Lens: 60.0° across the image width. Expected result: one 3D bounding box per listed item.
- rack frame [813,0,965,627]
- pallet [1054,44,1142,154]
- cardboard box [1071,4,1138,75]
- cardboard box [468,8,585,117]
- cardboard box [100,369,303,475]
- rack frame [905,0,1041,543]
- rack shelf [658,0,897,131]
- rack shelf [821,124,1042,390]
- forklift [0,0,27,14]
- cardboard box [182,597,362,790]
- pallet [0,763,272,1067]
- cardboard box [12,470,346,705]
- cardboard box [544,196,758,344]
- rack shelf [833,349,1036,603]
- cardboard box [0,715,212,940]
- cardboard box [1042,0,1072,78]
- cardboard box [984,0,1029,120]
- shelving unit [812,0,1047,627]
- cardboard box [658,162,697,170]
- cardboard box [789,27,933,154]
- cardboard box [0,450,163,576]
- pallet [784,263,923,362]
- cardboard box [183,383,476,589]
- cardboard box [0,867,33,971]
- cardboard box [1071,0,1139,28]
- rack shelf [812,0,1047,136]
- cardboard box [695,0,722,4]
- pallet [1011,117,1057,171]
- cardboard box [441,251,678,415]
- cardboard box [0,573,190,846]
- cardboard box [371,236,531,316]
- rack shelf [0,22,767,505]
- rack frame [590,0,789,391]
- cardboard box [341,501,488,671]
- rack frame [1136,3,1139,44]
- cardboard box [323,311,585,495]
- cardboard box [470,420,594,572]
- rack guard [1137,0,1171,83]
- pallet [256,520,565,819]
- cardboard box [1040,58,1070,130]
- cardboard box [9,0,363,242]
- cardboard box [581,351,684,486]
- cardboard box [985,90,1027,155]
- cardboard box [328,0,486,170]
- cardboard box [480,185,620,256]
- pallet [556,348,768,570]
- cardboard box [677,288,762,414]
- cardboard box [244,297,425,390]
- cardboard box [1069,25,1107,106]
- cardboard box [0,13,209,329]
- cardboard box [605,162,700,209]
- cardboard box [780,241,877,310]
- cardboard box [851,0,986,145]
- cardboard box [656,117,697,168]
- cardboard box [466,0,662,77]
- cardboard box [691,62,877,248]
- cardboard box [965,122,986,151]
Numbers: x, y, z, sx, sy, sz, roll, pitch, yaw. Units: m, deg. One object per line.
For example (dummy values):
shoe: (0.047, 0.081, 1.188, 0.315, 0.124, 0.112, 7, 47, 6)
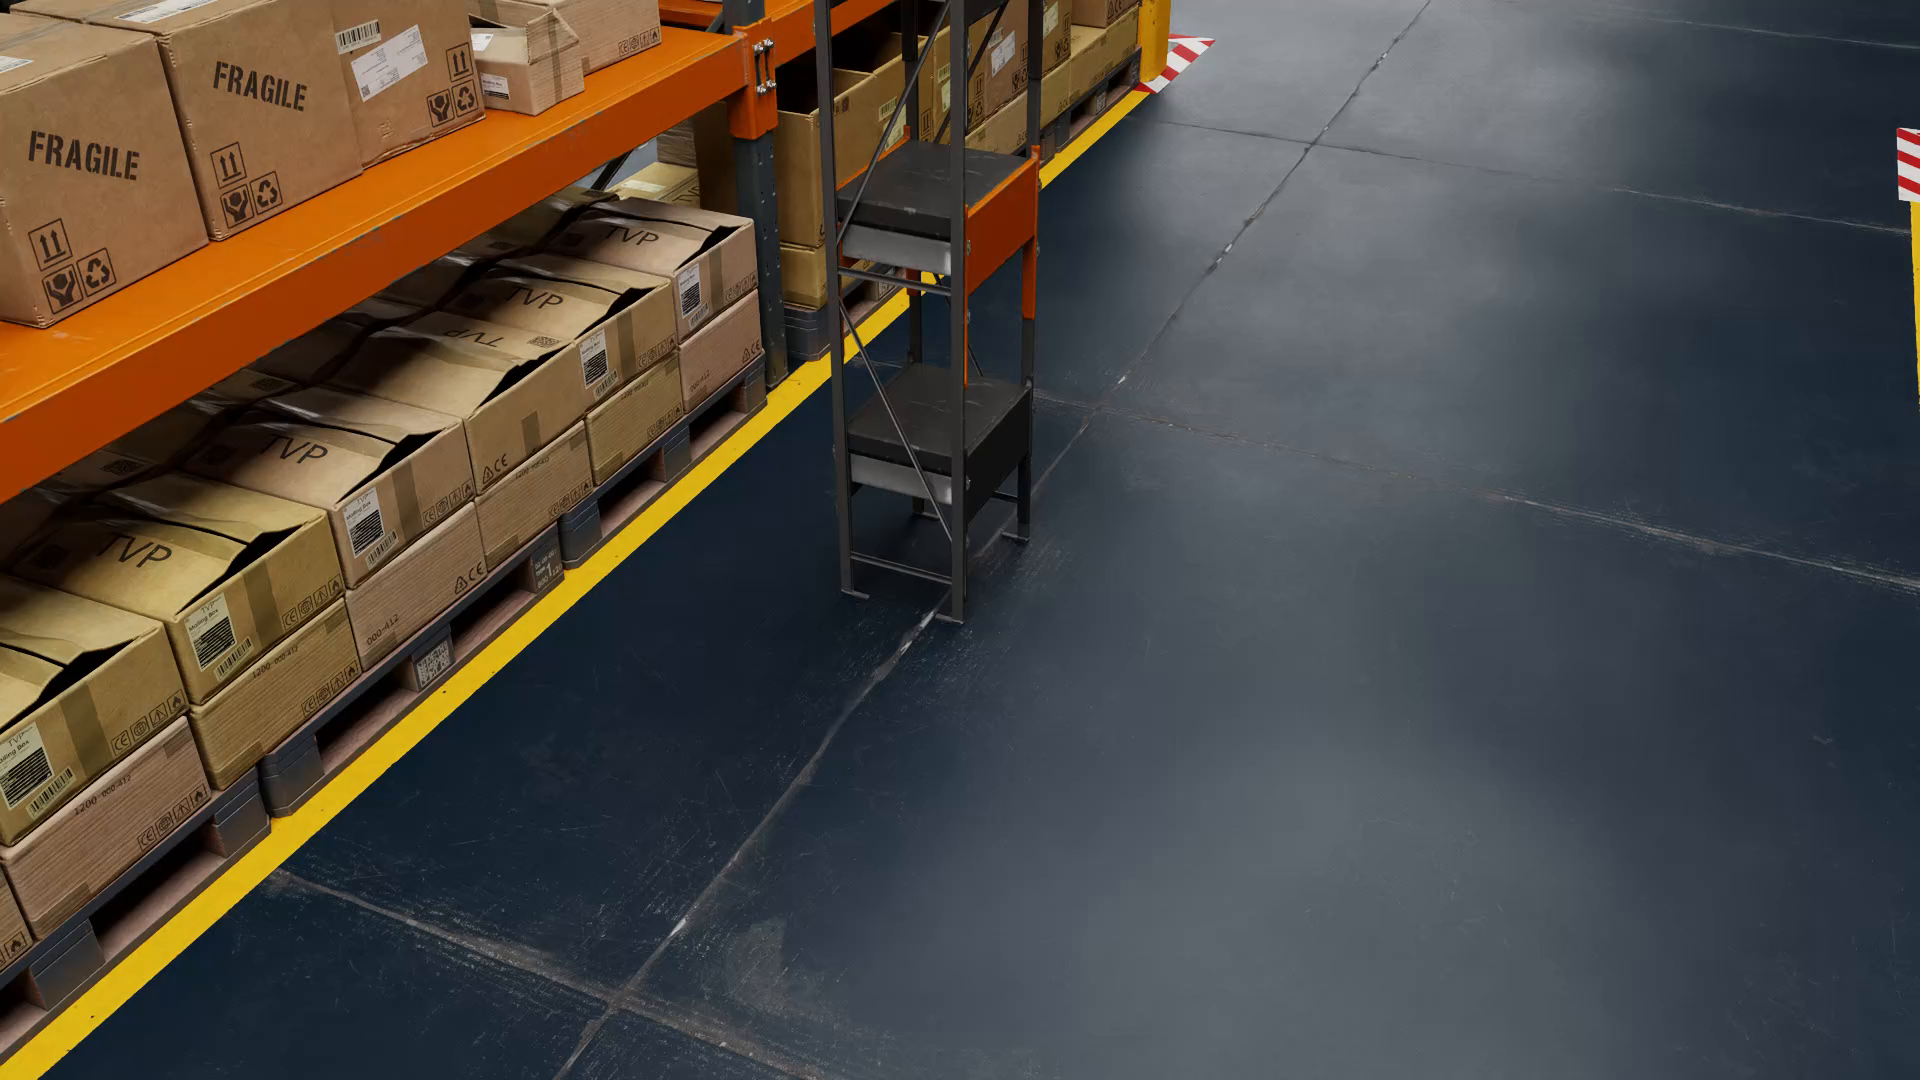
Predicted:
rack frame: (-0.171, -0.674, 4.363, 0.400, 2.100, 0.015, 14, 36, 20)
pallet: (0.276, -2.381, 8.689, 1.003, 0.211, 1.213, 14, 36, 20)
cardboard box: (0.602, -2.629, 8.648, 0.500, 0.250, 0.500, 14, 36, 20)
cardboard box: (-1.316, -1.409, 4.787, 0.396, 0.266, 0.258, 13, 36, 19)
cardboard box: (-2.156, -0.291, 4.572, 0.500, 0.311, 0.500, 15, 36, 22)
rack frame: (0.033, -0.917, 4.734, 0.400, 2.100, 0.015, 14, 36, 20)
rack shelf: (-0.279, -2.641, 7.198, 1.077, 0.370, 4.000, 14, 36, 20)
rack shelf: (-0.069, -0.784, 4.556, 0.431, 0.518, 0.480, 14, 36, 20)
forklift: (-3.402, -2.017, 5.653, 1.130, 2.935, 3.031, 19, 38, 27)
cardboard box: (-1.881, 0.316, 4.157, 0.500, 0.250, 0.500, 13, 36, 19)
pallet: (-2.409, 0.812, 3.820, 1.003, 0.211, 1.213, 14, 36, 20)
cardboard box: (-1.875, 0.076, 4.012, 0.500, 0.311, 0.500, 13, 35, 19)
cardboard box: (-1.024, -0.939, 5.559, 0.500, 0.311, 0.500, 14, 36, 20)
rack shelf: (-0.069, -0.199, 4.940, 0.431, 0.518, 0.480, 14, 36, 20)
cardboard box: (-2.093, 0.577, 3.760, 0.500, 0.250, 0.500, 13, 35, 19)
cardboard box: (0.199, -2.440, 7.677, 0.500, 0.500, 0.500, 14, 36, 20)
cardboard box: (-0.011, -2.192, 7.298, 0.500, 0.500, 0.500, 14, 36, 20)
shelving unit: (-0.069, -0.796, 4.549, 0.431, 2.100, 0.503, 14, 36, 20)
cardboard box: (-0.902, -1.499, 6.926, 0.500, 0.250, 0.500, 14, 36, 20)
cardboard box: (-0.435, -1.695, 6.540, 0.500, 0.500, 0.500, 14, 36, 20)
cardboard box: (-2.368, -0.042, 4.192, 0.500, 0.311, 0.500, 14, 36, 20)
pallet: (-0.745, -1.166, 6.836, 1.003, 0.211, 1.213, 14, 36, 20)
cardboard box: (-1.661, -0.180, 4.403, 0.500, 0.311, 0.500, 14, 36, 20)
cardboard box: (-2.303, 0.827, 3.377, 0.500, 0.250, 0.500, 14, 36, 20)
cardboard box: (0.604, -2.942, 8.442, 0.500, 0.500, 0.500, 14, 36, 20)
rack shelf: (-0.069, -1.370, 4.172, 0.431, 0.518, 0.480, 14, 36, 20)
cardboard box: (-0.935, -2.210, 5.794, 0.700, 0.500, 0.500, 13, 36, 19)
pallet: (-0.235, -1.776, 7.766, 1.003, 0.211, 1.213, 14, 36, 20)
cardboard box: (-1.236, -0.678, 5.162, 0.500, 0.311, 0.500, 15, 36, 22)
cardboard box: (-2.091, 0.329, 3.626, 0.500, 0.311, 0.500, 13, 36, 19)
cardboard box: (-1.729, -0.809, 5.362, 0.500, 0.311, 0.500, 14, 36, 20)
rack shelf: (-1.952, -0.649, 4.160, 1.077, 0.370, 4.000, 14, 36, 20)
rack frame: (-1.115, -1.946, 5.482, 1.000, 3.000, 0.127, 14, 36, 20)
cardboard box: (-1.667, 0.061, 4.546, 0.500, 0.250, 0.500, 15, 36, 21)
rack frame: (0.558, -3.938, 8.520, 1.000, 3.000, 0.127, 14, 36, 20)
cardboard box: (-1.447, -0.430, 4.783, 0.500, 0.311, 0.500, 14, 36, 20)
cardboard box: (-1.452, -0.192, 4.932, 0.500, 0.250, 0.500, 15, 36, 22)
rack guard: (0.568, -2.905, 9.224, 1.175, 0.500, 0.348, 14, 36, 20)
pallet: (-1.897, 0.206, 4.743, 1.003, 0.211, 1.213, 14, 36, 20)
cardboard box: (0.196, -2.128, 7.884, 0.500, 0.250, 0.500, 14, 36, 20)
cardboard box: (-1.881, -1.097, 4.096, 0.500, 0.500, 0.500, 14, 36, 21)
cardboard box: (-1.239, -0.447, 5.321, 0.500, 0.250, 0.500, 14, 36, 20)
cardboard box: (-0.014, -1.879, 7.505, 0.500, 0.250, 0.500, 14, 36, 20)
cardboard box: (-1.672, -1.346, 4.477, 0.500, 0.500, 0.500, 17, 37, 24)
cardboard box: (-1.514, -1.057, 5.740, 0.500, 0.311, 0.500, 14, 36, 21)
pallet: (-1.388, -0.404, 5.673, 1.003, 0.211, 1.213, 14, 36, 20)
cardboard box: (-1.025, -0.698, 5.704, 0.500, 0.250, 0.500, 14, 36, 20)
cardboard box: (-1.944, -0.551, 4.968, 0.500, 0.311, 0.500, 13, 35, 19)
cardboard box: (0.404, -2.377, 8.264, 0.500, 0.250, 0.500, 14, 36, 20)
cardboard box: (-2.102, -0.835, 3.696, 0.500, 0.500, 0.500, 12, 35, 18)
cardboard box: (-1.120, -1.253, 6.549, 0.500, 0.250, 0.500, 14, 36, 20)
cardboard box: (-0.646, -1.133, 6.367, 0.500, 0.250, 0.500, 14, 36, 20)
cardboard box: (-0.219, -1.942, 6.917, 0.500, 0.500, 0.500, 14, 36, 20)
cardboard box: (-0.900, -1.813, 6.719, 0.500, 0.500, 0.500, 14, 36, 20)
cardboard box: (-1.282, -1.628, 5.134, 0.500, 0.250, 0.500, 17, 37, 23)
cardboard box: (-0.637, -1.444, 6.158, 0.500, 0.500, 0.500, 14, 36, 20)
cardboard box: (-0.218, -1.629, 7.123, 0.500, 0.250, 0.500, 14, 36, 20)
